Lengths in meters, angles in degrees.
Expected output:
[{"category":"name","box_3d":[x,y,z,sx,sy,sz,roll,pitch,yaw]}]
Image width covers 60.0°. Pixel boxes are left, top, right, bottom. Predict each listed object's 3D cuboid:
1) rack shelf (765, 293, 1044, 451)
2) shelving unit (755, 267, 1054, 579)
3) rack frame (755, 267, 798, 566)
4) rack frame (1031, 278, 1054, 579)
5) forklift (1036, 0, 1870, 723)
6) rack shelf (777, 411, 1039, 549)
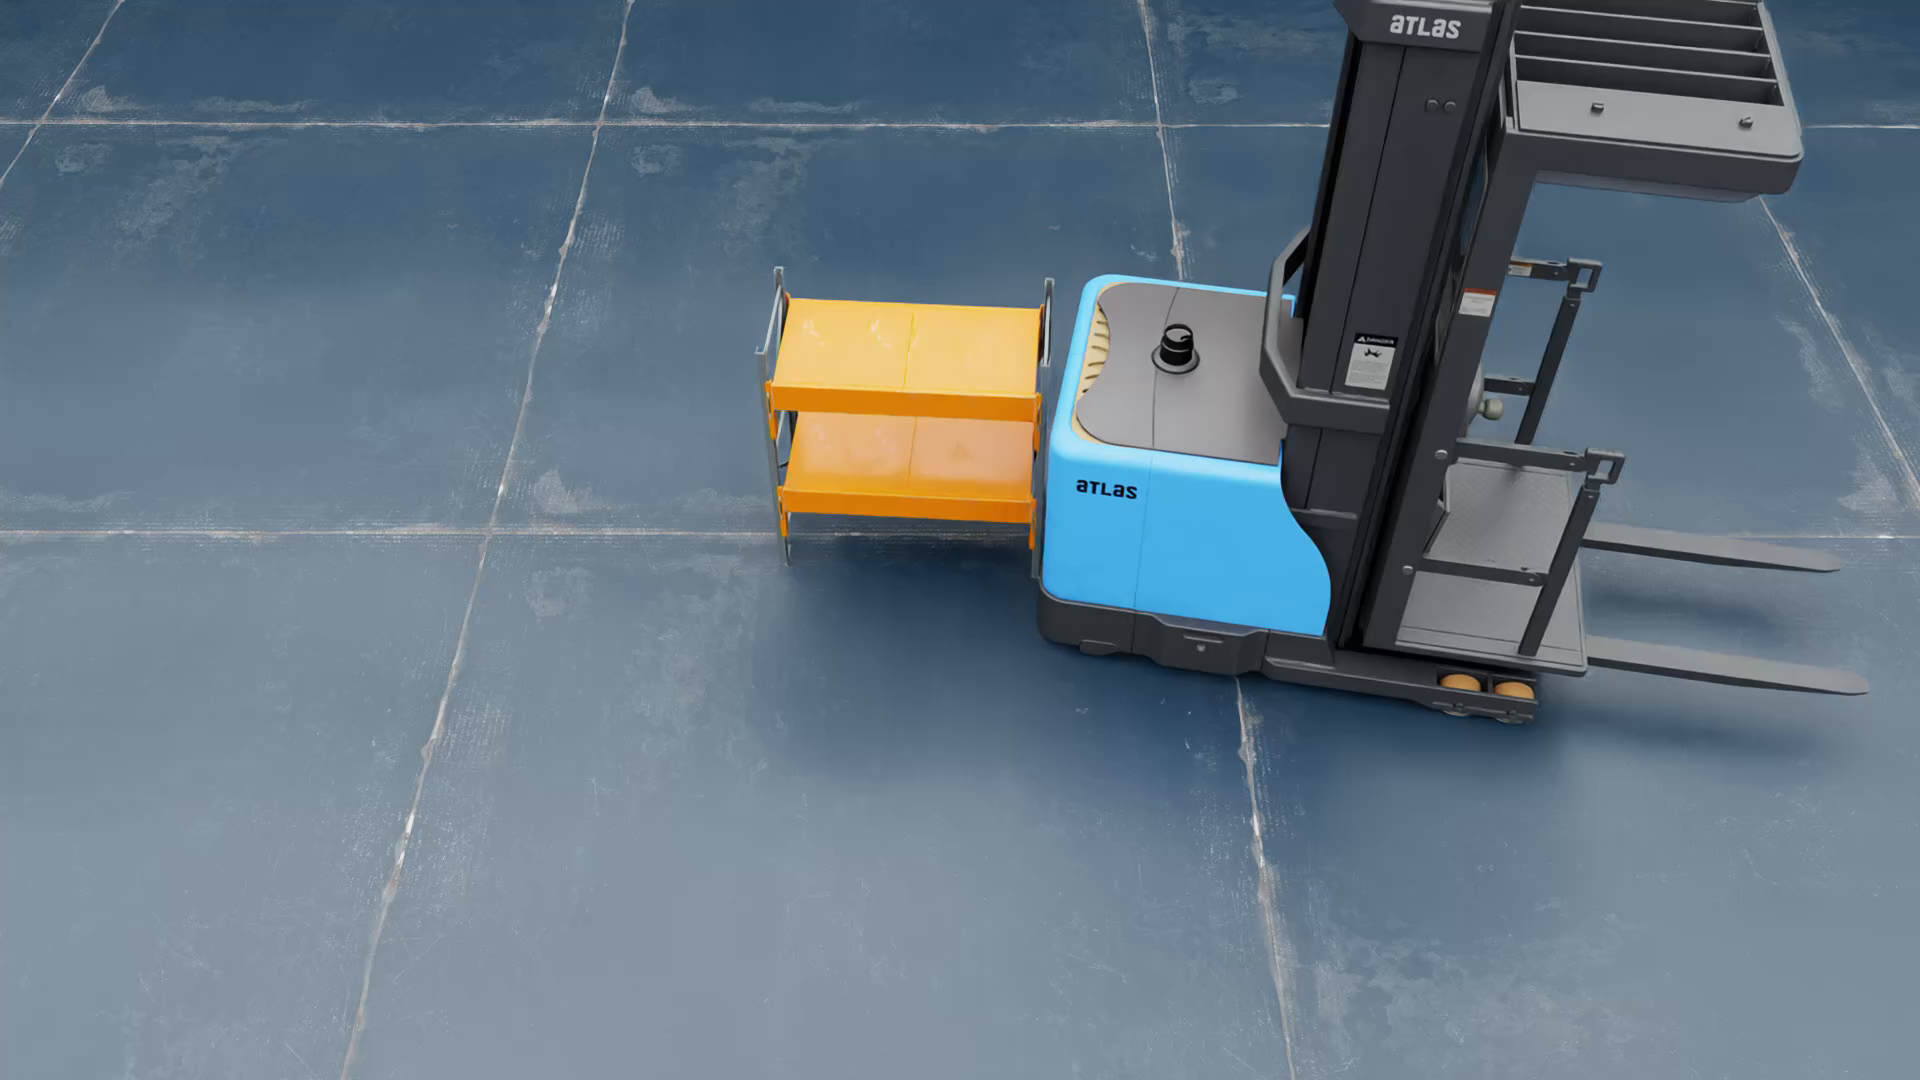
[{"category":"rack shelf","box_3d":[-0.189,-0.636,6.254,1.000,0.278,0.538,3,47,3]},{"category":"shelving unit","box_3d":[-0.189,-0.436,6.469,1.048,1.125,0.538,3,47,3]},{"category":"rack frame","box_3d":[-0.696,-0.461,6.492,0.032,1.125,0.500,3,47,3]},{"category":"rack frame","box_3d":[0.318,-0.411,6.445,0.032,1.125,0.500,3,47,3]},{"category":"forklift","box_3d":[1.864,-0.741,5.518,3.031,2.935,1.130,8,48,7]},{"category":"rack shelf","box_3d":[-0.189,-0.270,6.648,1.000,0.278,0.538,3,47,3]}]
